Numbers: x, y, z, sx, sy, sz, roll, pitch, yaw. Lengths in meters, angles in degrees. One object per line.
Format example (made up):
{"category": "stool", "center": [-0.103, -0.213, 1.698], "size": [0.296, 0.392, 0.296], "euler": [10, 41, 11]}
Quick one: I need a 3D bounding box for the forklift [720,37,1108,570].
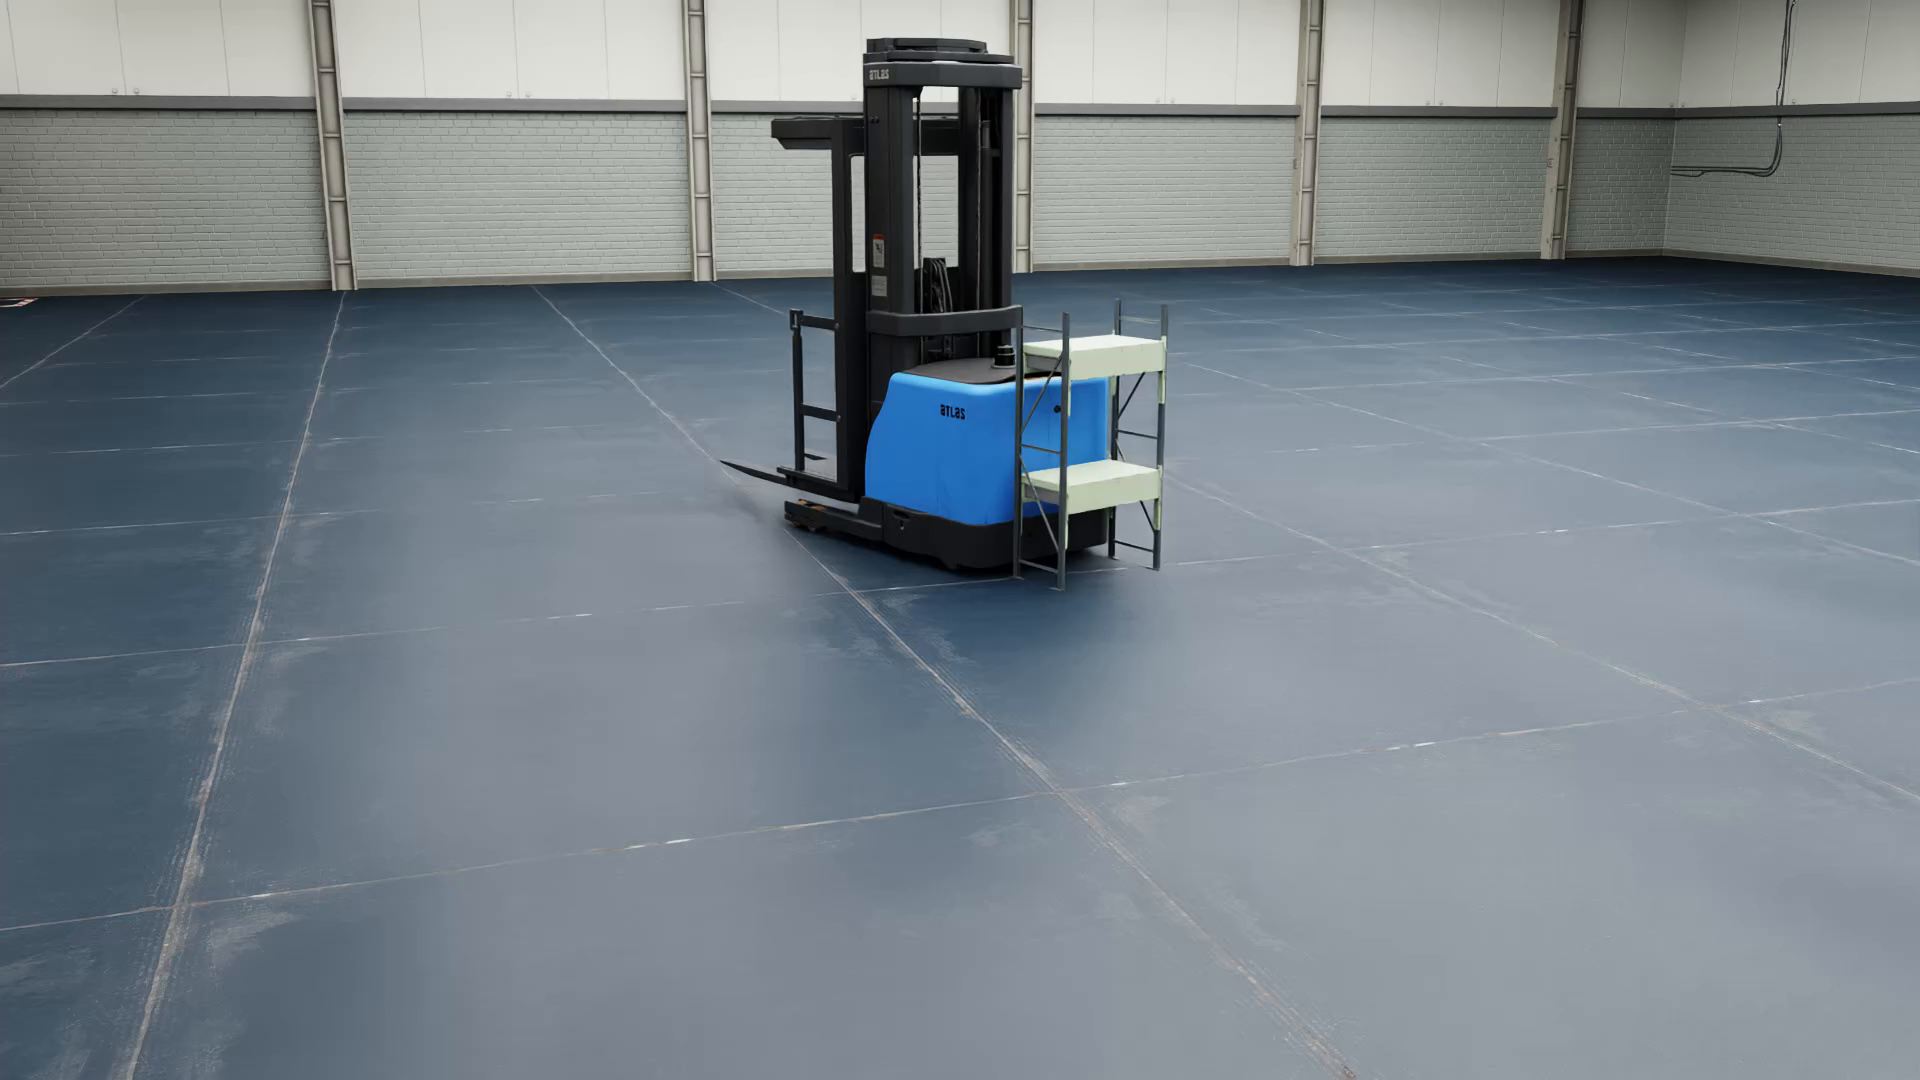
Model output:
{"category": "forklift", "center": [-0.452, -1.539, 10.281], "size": [1.130, 2.935, 3.031], "euler": [-11, 17, -38]}

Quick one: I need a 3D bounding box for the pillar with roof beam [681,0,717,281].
{"category": "pillar with roof beam", "center": [-3.176, -8.049, 24.535], "size": [0.400, 9.000, 9.100], "euler": [-4, 14, -18]}

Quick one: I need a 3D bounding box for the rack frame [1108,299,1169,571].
{"category": "rack frame", "center": [1.001, -0.591, 9.380], "size": [0.023, 1.500, 0.400], "euler": [-11, 17, -38]}

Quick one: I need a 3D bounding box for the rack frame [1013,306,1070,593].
{"category": "rack frame", "center": [0.433, -0.484, 8.931], "size": [0.023, 1.500, 0.400], "euler": [-11, 17, -38]}

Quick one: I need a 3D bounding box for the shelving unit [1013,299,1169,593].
{"category": "shelving unit", "center": [0.717, -0.538, 9.156], "size": [0.755, 1.500, 0.431], "euler": [-11, 17, -38]}

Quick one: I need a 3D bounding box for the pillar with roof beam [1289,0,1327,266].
{"category": "pillar with roof beam", "center": [8.198, -8.935, 28.258], "size": [0.400, 9.000, 9.100], "euler": [-4, 14, -18]}

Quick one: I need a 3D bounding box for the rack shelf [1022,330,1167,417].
{"category": "rack shelf", "center": [0.719, -0.917, 9.063], "size": [0.720, 0.370, 0.431], "euler": [-11, 17, -38]}

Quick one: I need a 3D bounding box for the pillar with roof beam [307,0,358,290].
{"category": "pillar with roof beam", "center": [-8.862, -7.606, 22.673], "size": [0.400, 9.000, 9.100], "euler": [-4, 14, -18]}

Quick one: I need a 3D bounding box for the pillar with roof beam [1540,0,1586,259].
{"category": "pillar with roof beam", "center": [13.884, -9.377, 30.120], "size": [0.400, 9.000, 9.100], "euler": [-4, 14, -18]}

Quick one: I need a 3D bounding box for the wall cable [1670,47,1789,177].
{"category": "wall cable", "center": [15.725, -8.738, 34.143], "size": [0.112, 2.526, 3.097], "euler": [-4, 14, -18]}

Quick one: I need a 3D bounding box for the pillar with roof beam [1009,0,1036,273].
{"category": "pillar with roof beam", "center": [2.511, -8.492, 26.396], "size": [0.400, 9.000, 9.100], "euler": [-4, 14, -18]}

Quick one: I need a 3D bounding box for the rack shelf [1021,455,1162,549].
{"category": "rack shelf", "center": [0.716, -0.221, 9.233], "size": [0.720, 0.370, 0.431], "euler": [-11, 17, -38]}

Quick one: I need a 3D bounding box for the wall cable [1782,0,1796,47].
{"category": "wall cable", "center": [16.588, -10.602, 31.064], "size": [0.112, 2.526, 3.097], "euler": [-4, 14, -18]}
